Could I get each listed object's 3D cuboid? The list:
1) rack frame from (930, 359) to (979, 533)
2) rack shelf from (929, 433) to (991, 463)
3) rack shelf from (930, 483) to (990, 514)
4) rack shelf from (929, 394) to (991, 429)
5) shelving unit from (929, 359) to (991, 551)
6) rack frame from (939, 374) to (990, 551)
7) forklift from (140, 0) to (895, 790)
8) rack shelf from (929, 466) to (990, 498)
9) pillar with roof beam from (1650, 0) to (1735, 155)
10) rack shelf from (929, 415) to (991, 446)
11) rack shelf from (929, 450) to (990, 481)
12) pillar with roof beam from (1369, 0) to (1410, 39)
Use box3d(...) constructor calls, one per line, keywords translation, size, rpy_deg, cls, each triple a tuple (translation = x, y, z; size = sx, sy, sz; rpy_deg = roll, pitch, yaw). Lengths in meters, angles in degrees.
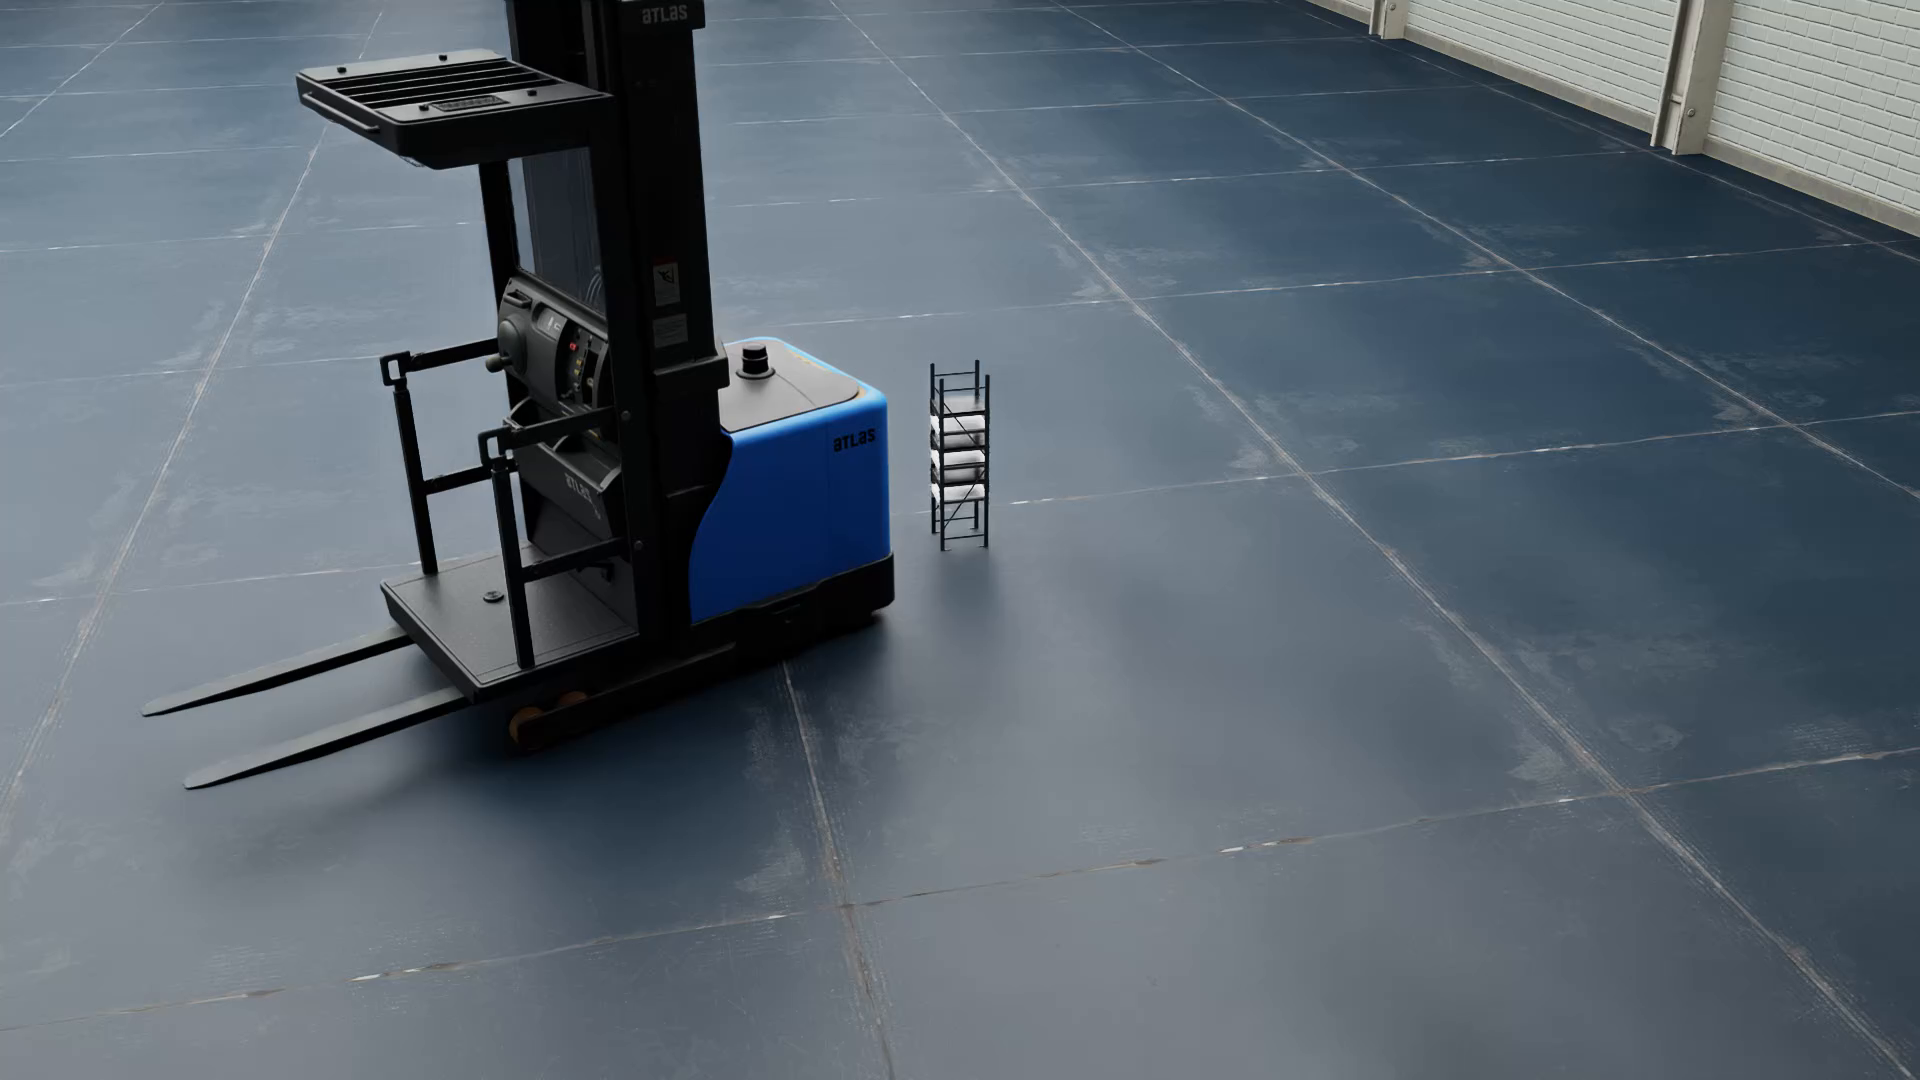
box3d(translation=(-0.025, -0.450, 8.143), size=(0.240, 0.900, 0.006), rpy_deg=(-6, 27, -12), cls="rack frame")
box3d(translation=(-0.002, -0.456, 8.029), size=(0.258, 0.077, 0.200), rpy_deg=(-6, 27, -12), cls="rack shelf")
box3d(translation=(-0.002, -0.215, 8.150), size=(0.258, 0.077, 0.200), rpy_deg=(-6, 27, -12), cls="rack shelf")
box3d(translation=(-0.002, -0.617, 7.948), size=(0.258, 0.077, 0.200), rpy_deg=(-6, 27, -12), cls="rack shelf")
box3d(translation=(-0.002, -0.405, 8.054), size=(0.258, 0.900, 0.210), rpy_deg=(-6, 27, -12), cls="shelving unit")
box3d(translation=(0.021, -0.361, 7.966), size=(0.240, 0.900, 0.006), rpy_deg=(-6, 27, -12), cls="rack frame")
box3d(translation=(-1.778, -0.746, 6.475), size=(3.031, 2.935, 1.130), rpy_deg=(-19, 32, -33), cls="forklift")
box3d(translation=(-0.002, -0.295, 8.110), size=(0.258, 0.077, 0.200), rpy_deg=(-6, 27, -12), cls="rack shelf")
box3d(translation=(2.466, -7.213, 12.553), size=(9.100, 9.000, 0.400), rpy_deg=(-6, 27, -12), cls="pillar with roof beam")
box3d(translation=(-0.002, -0.536, 7.988), size=(0.258, 0.077, 0.200), rpy_deg=(-6, 27, -12), cls="rack shelf")
box3d(translation=(-0.002, -0.376, 8.069), size=(0.258, 0.077, 0.200), rpy_deg=(-6, 27, -12), cls="rack shelf")
box3d(translation=(1.114, -9.847, 17.772), size=(9.100, 9.000, 0.400), rpy_deg=(-6, 27, -12), cls="pillar with roof beam")
